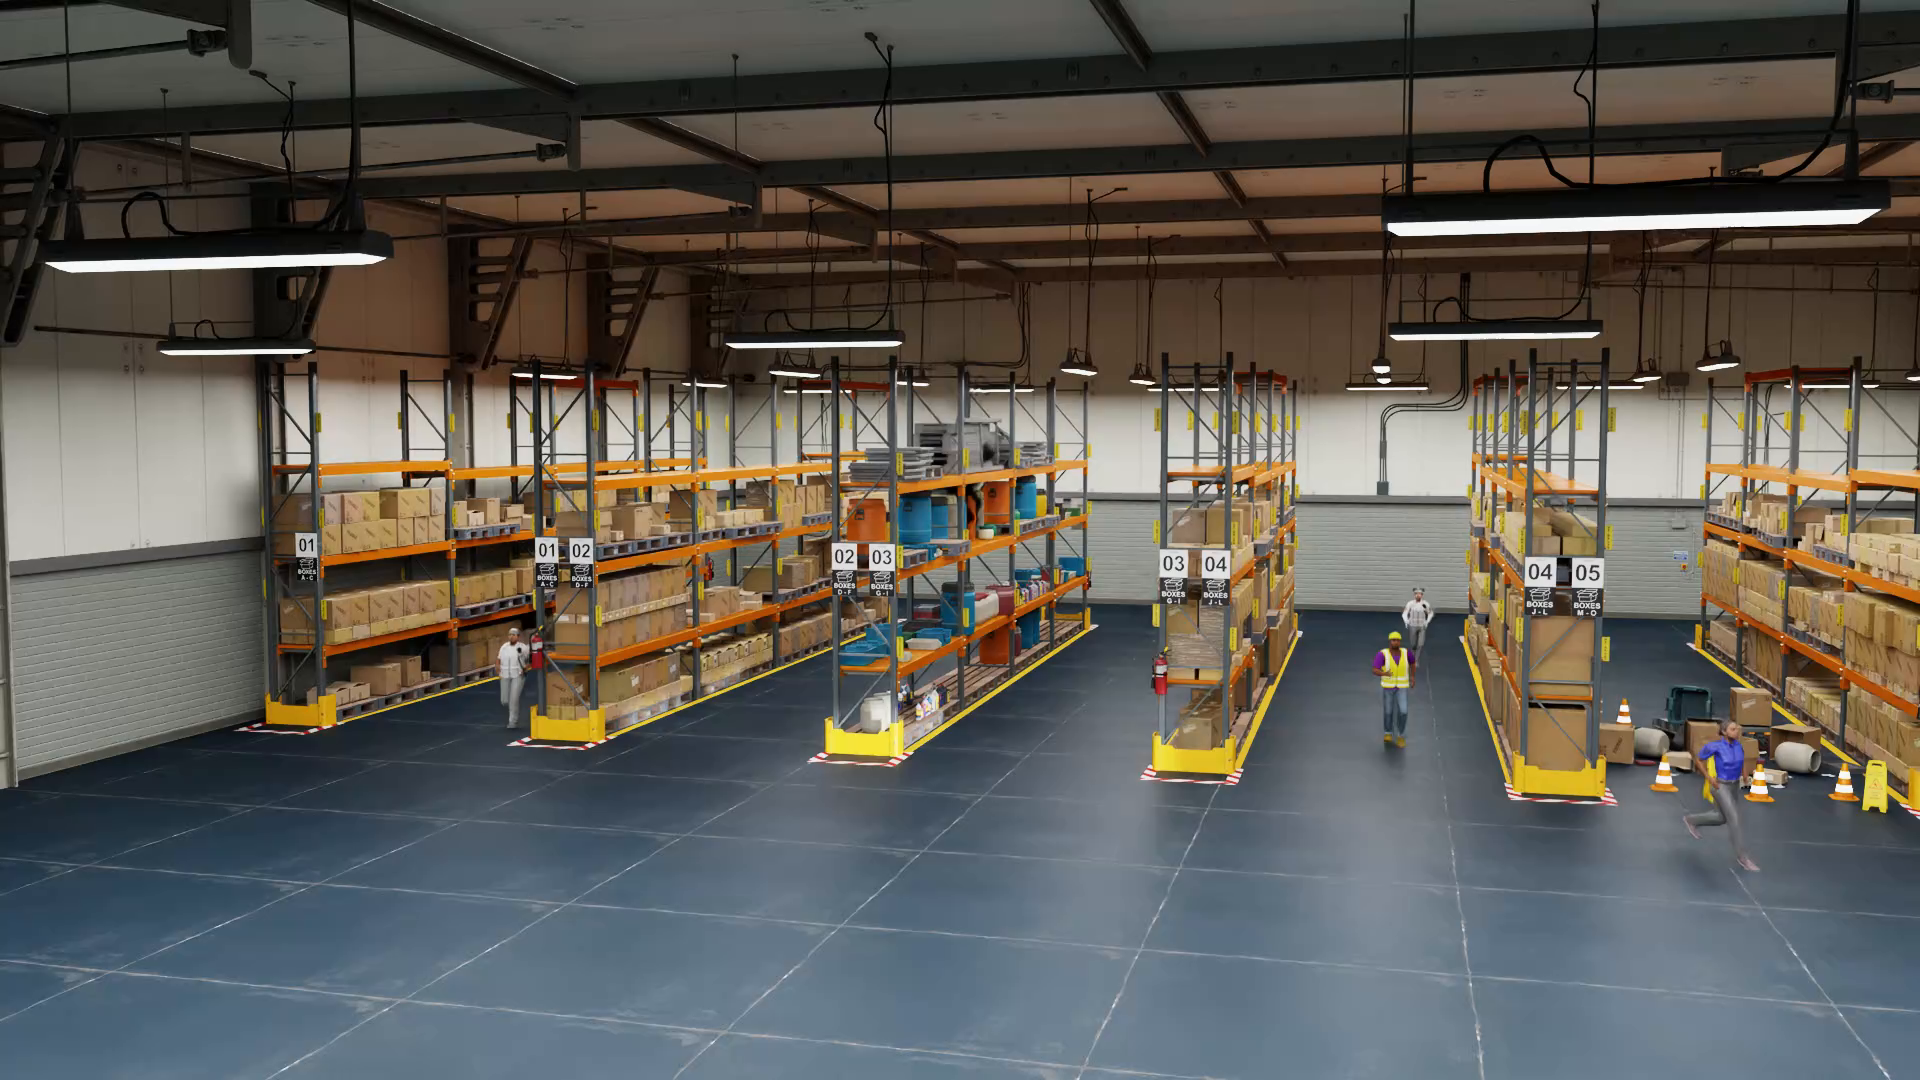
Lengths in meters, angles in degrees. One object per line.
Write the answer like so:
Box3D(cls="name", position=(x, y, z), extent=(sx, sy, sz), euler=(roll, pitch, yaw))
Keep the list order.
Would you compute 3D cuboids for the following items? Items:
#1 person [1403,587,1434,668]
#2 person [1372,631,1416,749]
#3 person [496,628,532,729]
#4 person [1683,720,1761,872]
Box3D(cls="person", position=(9.427, 1.783, 34.214), extent=(0.623, 1.662, 0.586), euler=(1, 4, 13))
Box3D(cls="person", position=(6.708, 2.322, 25.687), extent=(0.693, 1.823, 0.744), euler=(1, 4, 8))
Box3D(cls="person", position=(-7.363, 2.260, 27.432), extent=(0.605, 1.618, 0.730), euler=(0, 4, 3))
Box3D(cls="person", position=(8.716, 2.871, 18.996), extent=(0.547, 1.670, 1.069), euler=(-2, 5, -30))
